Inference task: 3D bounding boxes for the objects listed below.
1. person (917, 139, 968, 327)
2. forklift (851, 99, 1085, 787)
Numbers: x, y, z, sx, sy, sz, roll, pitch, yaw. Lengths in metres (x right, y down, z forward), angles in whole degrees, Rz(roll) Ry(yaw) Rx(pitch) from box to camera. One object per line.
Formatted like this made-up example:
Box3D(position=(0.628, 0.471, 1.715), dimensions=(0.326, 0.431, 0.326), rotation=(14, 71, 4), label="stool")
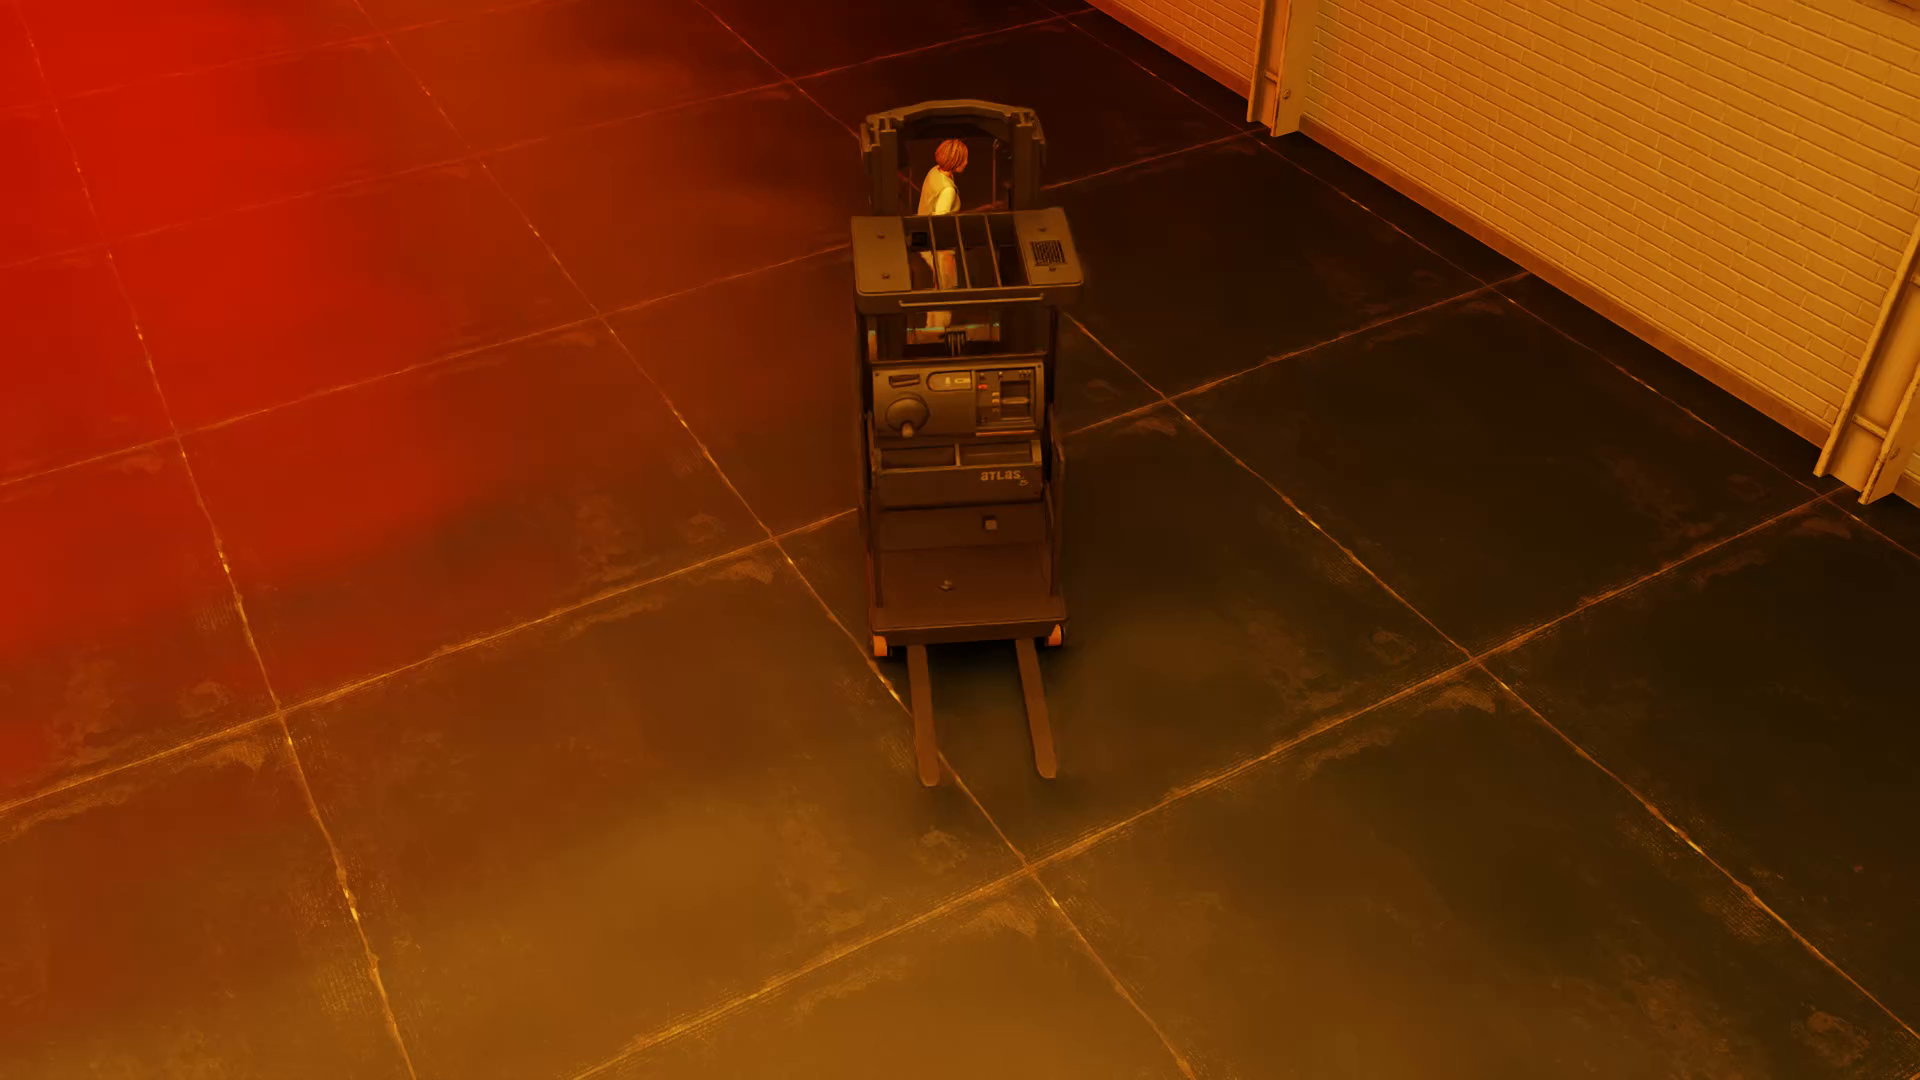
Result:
Box3D(position=(-0.115, -2.024, 11.526), dimensions=(0.349, 1.592, 0.469), rotation=(-4, 40, -5), label="person")
Box3D(position=(0.015, -0.684, 8.861), dimensions=(1.130, 2.935, 3.031), rotation=(-3, 40, -4), label="forklift")
